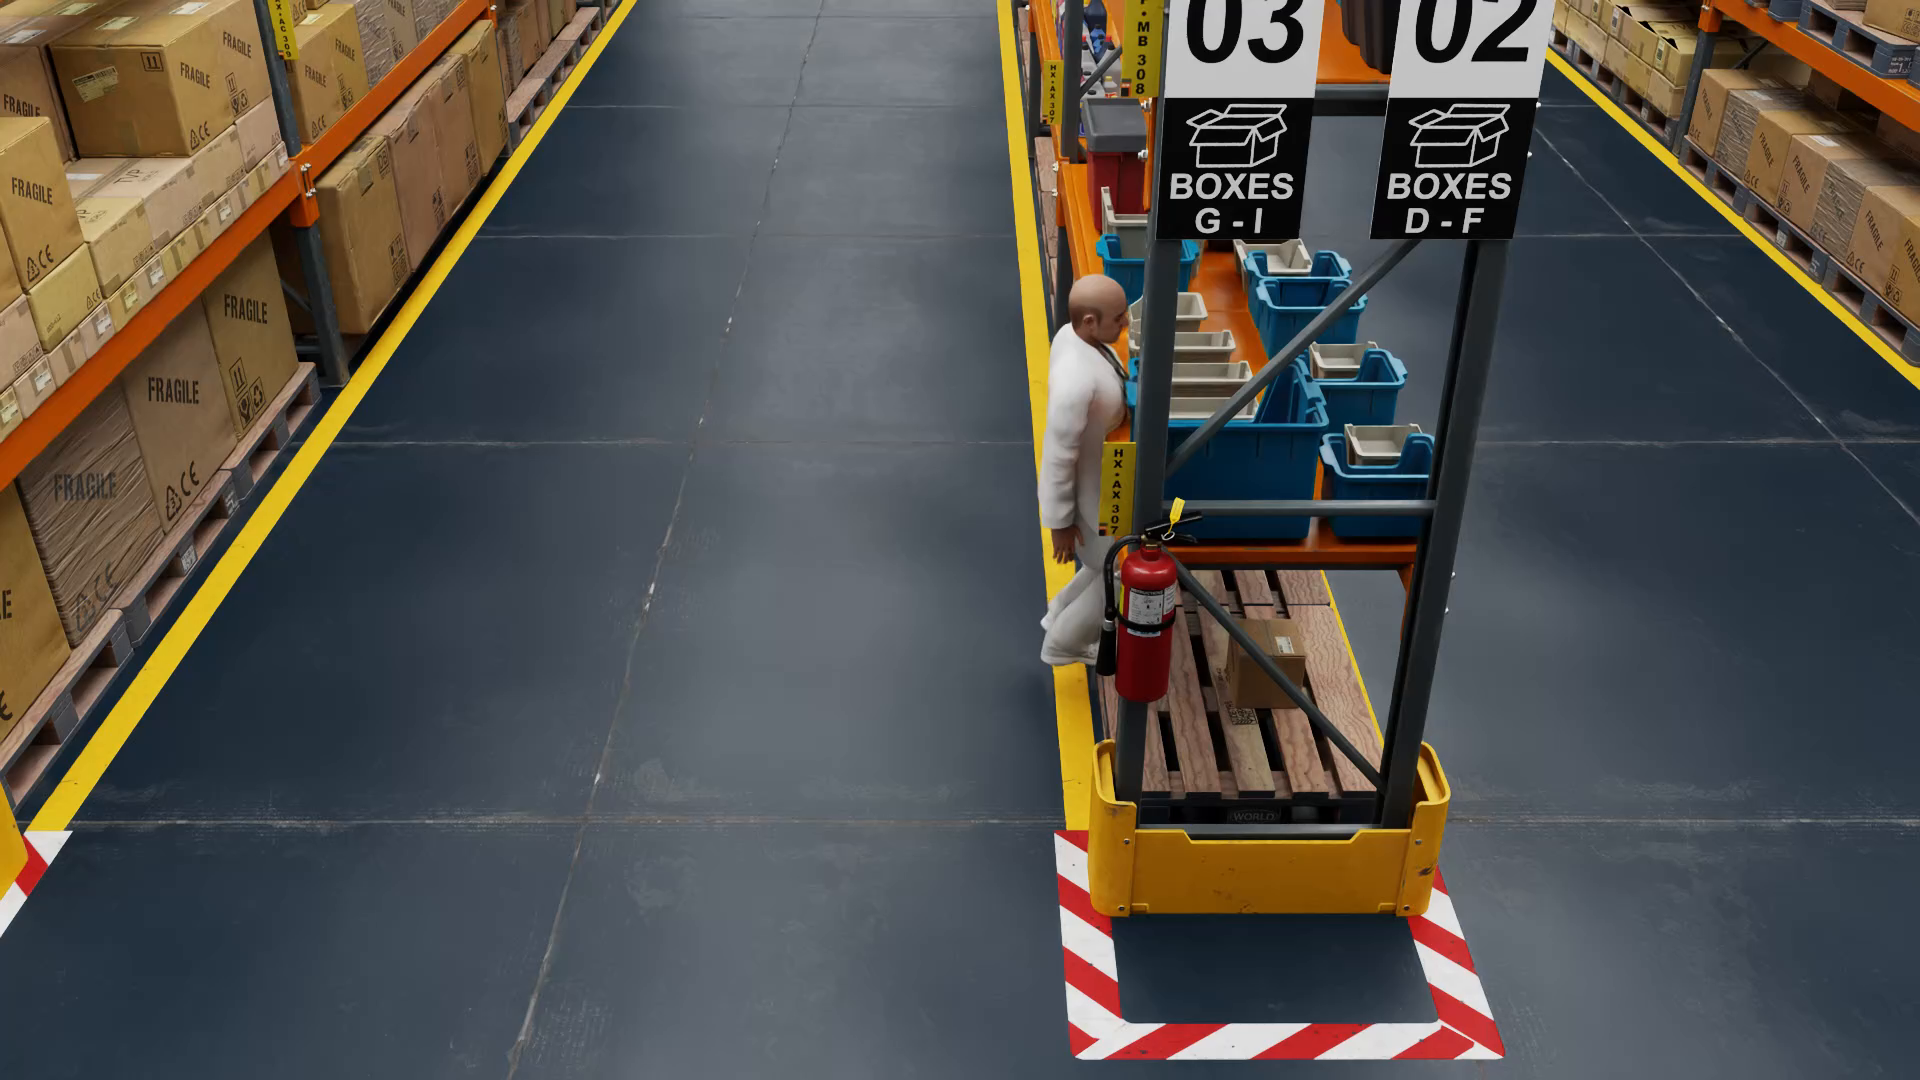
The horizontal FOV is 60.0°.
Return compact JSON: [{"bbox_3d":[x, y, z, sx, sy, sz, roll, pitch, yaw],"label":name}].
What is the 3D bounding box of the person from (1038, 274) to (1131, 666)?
[{"bbox_3d":[0.527,-0.205,6.286,0.459,1.708,0.618,3,31,4],"label":"person"}]
